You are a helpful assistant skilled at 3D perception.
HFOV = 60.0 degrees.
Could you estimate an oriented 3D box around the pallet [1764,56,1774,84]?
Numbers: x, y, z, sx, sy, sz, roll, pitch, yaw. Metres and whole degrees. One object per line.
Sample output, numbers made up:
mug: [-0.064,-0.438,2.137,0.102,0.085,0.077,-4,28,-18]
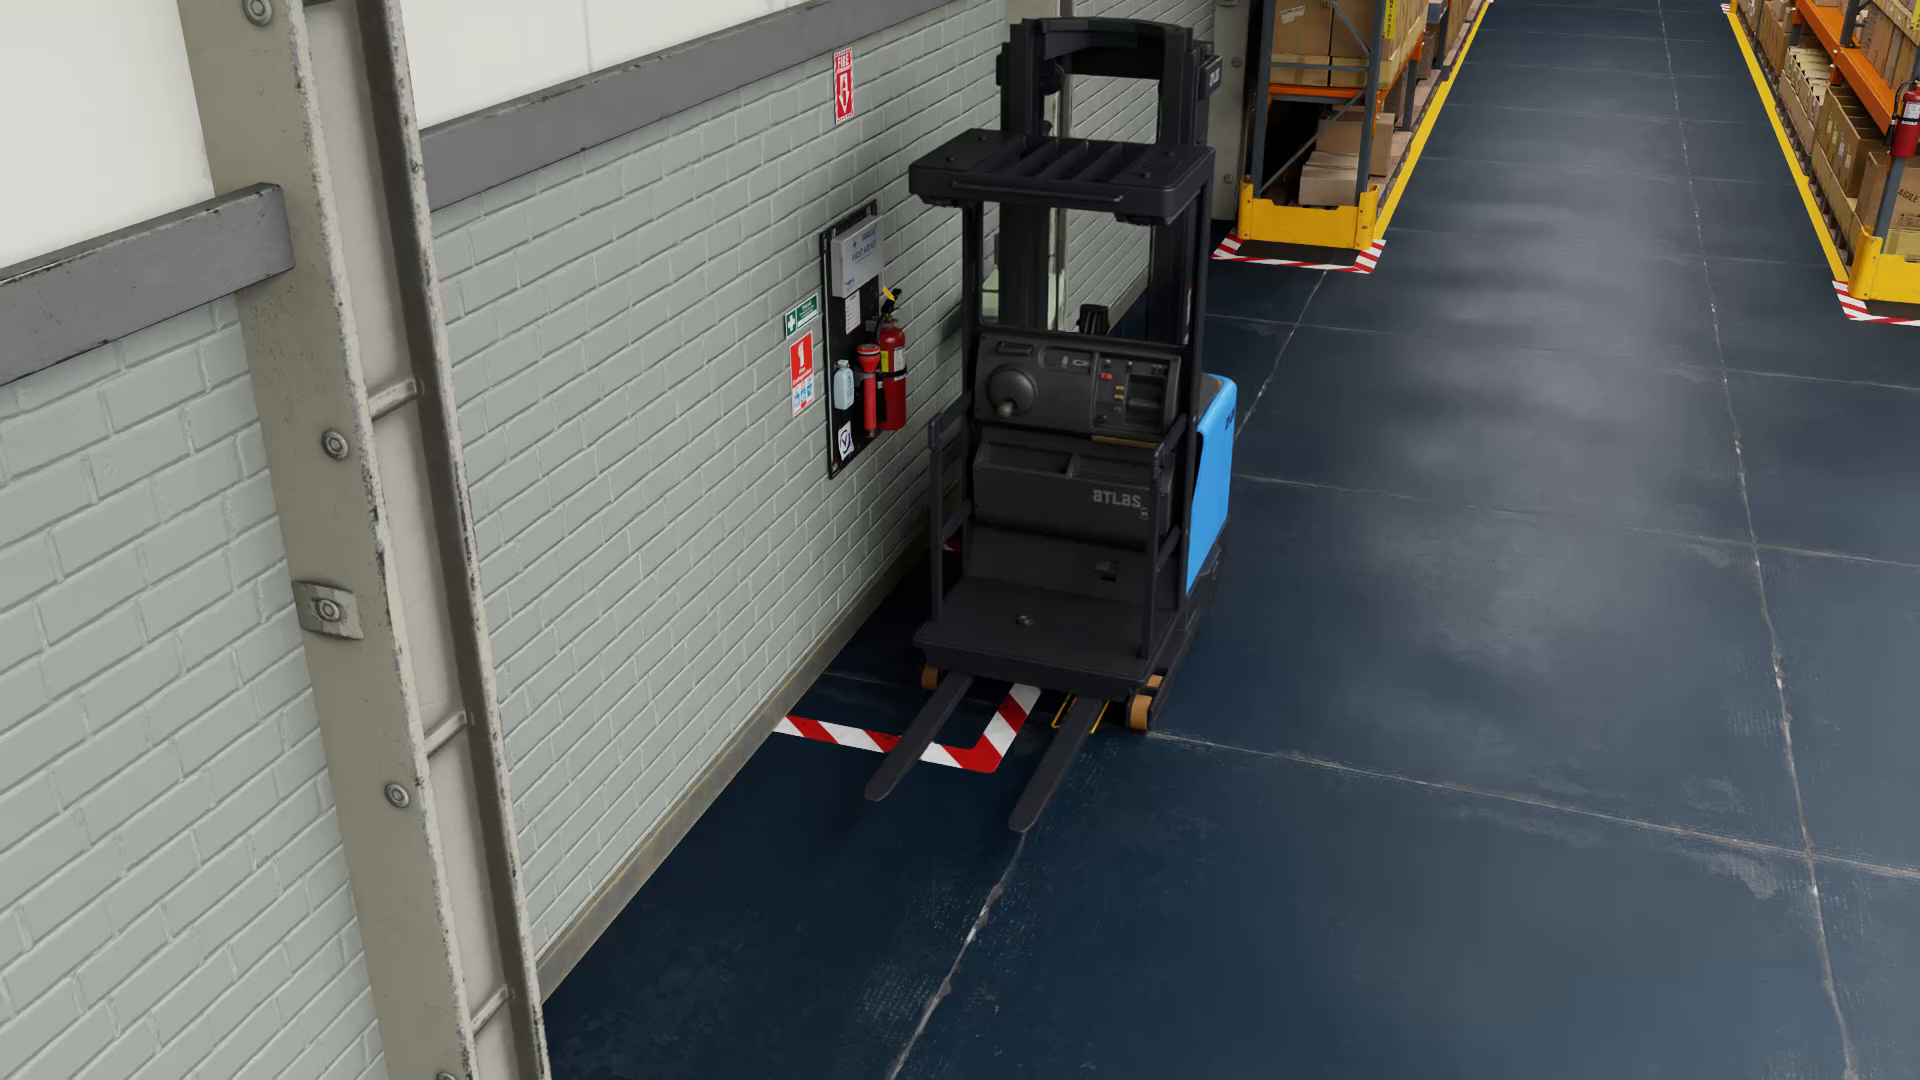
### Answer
pallet: [11.056,-6.103,21.613,1.003,0.211,1.213,9,27,17]

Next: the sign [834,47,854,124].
sign: [-0.505,-1.978,7.234,0.001,0.298,0.199,9,27,17]

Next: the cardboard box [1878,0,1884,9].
cardboard box: [8.508,-4.850,14.967,0.380,0.149,0.250,8,27,17]

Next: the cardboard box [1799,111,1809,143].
cardboard box: [9.068,-4.285,17.331,0.500,0.250,0.500,8,27,17]

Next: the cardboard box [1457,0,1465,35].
cardboard box: [6.636,-7.487,23.257,0.750,0.750,0.750,10,27,19]

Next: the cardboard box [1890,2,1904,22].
cardboard box: [8.249,-4.531,14.307,0.380,0.149,0.250,9,27,17]

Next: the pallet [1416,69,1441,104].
pallet: [5.430,-5.698,20.776,1.003,0.211,1.213,9,27,17]

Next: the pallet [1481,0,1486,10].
pallet: [8.162,-8.966,27.527,1.003,0.211,1.213,9,27,17]

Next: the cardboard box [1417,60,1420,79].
cardboard box: [5.220,-5.849,20.251,0.700,0.500,0.500,9,27,17]

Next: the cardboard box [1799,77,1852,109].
cardboard box: [9.233,-4.745,17.637,0.500,0.311,0.500,9,27,17]

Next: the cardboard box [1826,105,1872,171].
cardboard box: [8.251,-3.646,15.151,0.500,0.500,0.500,9,27,17]

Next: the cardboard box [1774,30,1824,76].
cardboard box: [10.454,-6.048,20.664,0.500,0.500,0.500,10,28,19]

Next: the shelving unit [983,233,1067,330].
shelving unit: [0.318,-0.878,9.342,0.431,1.500,0.755,5,26,11]

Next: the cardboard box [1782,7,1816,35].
cardboard box: [10.469,-6.410,20.549,0.500,0.250,0.500,10,28,19]

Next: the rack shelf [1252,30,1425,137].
rack shelf: [3.695,-4.484,15.895,1.077,0.370,4.000,9,27,17]

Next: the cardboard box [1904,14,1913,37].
cardboard box: [7.993,-4.215,13.654,0.380,0.149,0.250,10,27,19]

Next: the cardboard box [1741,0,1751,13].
cardboard box: [12.245,-8.212,25.419,0.500,0.250,0.500,9,27,17]

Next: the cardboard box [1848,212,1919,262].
cardboard box: [7.602,-2.484,13.612,0.500,0.250,0.500,9,27,17]

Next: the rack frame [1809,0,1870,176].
rack frame: [9.033,-4.913,15.956,1.000,3.000,0.127,9,27,17]

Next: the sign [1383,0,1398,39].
sign: [3.541,-4.297,13.690,0.100,0.325,0.005,9,27,17]

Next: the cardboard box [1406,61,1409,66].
cardboard box: [4.715,-5.228,18.968,0.700,0.500,0.500,8,27,16]

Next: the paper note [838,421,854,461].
paper note: [-0.532,-0.464,7.778,0.016,0.148,0.142,9,27,17]

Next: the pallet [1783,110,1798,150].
pallet: [9.646,-4.470,18.239,1.003,0.211,1.213,9,27,17]

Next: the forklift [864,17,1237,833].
forklift: [0.449,-0.661,7.252,1.130,2.935,3.031,9,27,18]

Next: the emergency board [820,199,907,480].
emergency board: [-0.408,-0.924,7.716,0.194,1.169,0.643,9,27,17]

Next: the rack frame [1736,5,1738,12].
rack frame: [13.027,-9.845,26.141,1.000,3.000,0.127,9,27,17]

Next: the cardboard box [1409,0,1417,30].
cardboard box: [3.984,-5.045,15.516,0.500,0.500,0.500,10,27,19]

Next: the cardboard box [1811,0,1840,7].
cardboard box: [9.884,-6.177,18.669,0.500,0.311,0.500,8,27,17]

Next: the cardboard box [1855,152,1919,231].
cardboard box: [7.600,-2.822,13.449,0.500,0.500,0.500,9,27,17]

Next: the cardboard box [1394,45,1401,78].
cardboard box: [3.651,-4.298,14.834,0.500,0.250,0.500,8,27,16]

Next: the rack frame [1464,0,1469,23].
rack frame: [7.023,-8.918,24.226,1.000,3.000,0.127,9,27,17]

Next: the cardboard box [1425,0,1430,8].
cardboard box: [4.495,-5.670,16.807,0.500,0.500,0.500,9,27,17]

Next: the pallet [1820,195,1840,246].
pallet: [8.325,-2.834,14.862,1.003,0.211,1.213,9,27,17]

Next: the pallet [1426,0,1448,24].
pallet: [4.752,-5.837,18.083,1.003,0.211,1.213,9,27,17]

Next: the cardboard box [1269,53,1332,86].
cardboard box: [3.002,-4.148,14.524,0.500,0.250,0.500,9,27,18]

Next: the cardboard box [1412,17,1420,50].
cardboard box: [4.163,-4.921,16.120,0.500,0.250,0.500,9,27,17]

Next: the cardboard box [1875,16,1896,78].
cardboard box: [8.552,-4.352,14.681,0.700,0.500,0.500,9,27,18]

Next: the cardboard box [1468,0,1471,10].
cardboard box: [7.539,-8.480,25.709,0.700,0.500,0.500,8,27,17]

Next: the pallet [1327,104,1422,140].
pallet: [4.619,-4.695,18.705,1.003,0.211,1.213,9,27,17]

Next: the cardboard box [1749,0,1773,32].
cardboard box: [11.618,-7.549,23.763,0.500,0.500,0.500,9,27,17]

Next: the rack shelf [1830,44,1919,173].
rack shelf: [8.368,-3.768,14.415,1.077,0.370,4.000,9,27,17]

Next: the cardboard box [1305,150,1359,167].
cardboard box: [3.535,-3.480,15.575,0.500,0.311,0.500,11,28,22]

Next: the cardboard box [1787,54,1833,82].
cardboard box: [9.746,-5.371,18.931,0.500,0.311,0.500,8,27,16]

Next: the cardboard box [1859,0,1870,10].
cardboard box: [9.480,-5.488,17.028,0.500,0.500,0.500,11,28,21]

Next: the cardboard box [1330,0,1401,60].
cardboard box: [3.472,-4.418,14.221,0.500,0.500,0.500,9,27,18]

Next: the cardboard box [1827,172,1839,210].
cardboard box: [8.090,-3.102,14.889,0.500,0.250,0.500,9,27,17]

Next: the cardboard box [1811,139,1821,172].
cardboard box: [8.593,-3.718,16.161,0.500,0.250,0.500,9,27,17]

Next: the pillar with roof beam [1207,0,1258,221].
pillar with roof beam: [6.507,-6.475,12.298,9.100,9.000,0.400,9,27,17]

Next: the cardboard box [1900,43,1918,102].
cardboard box: [8.040,-3.721,13.378,0.700,0.500,0.500,9,27,19]

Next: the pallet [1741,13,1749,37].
pallet: [12.329,-7.731,24.975,1.003,0.211,1.213,9,27,17]

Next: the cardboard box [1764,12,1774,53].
cardboard box: [10.964,-6.685,21.979,0.500,0.500,0.500,9,27,18]

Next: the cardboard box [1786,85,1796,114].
cardboard box: [9.580,-4.915,18.632,0.500,0.250,0.500,8,27,16]

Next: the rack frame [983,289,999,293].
rack frame: [0.241,-0.723,9.019,0.400,1.500,0.023,5,26,11]

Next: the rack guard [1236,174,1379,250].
rack guard: [3.055,-2.892,14.650,1.175,0.500,0.348,9,27,17]
